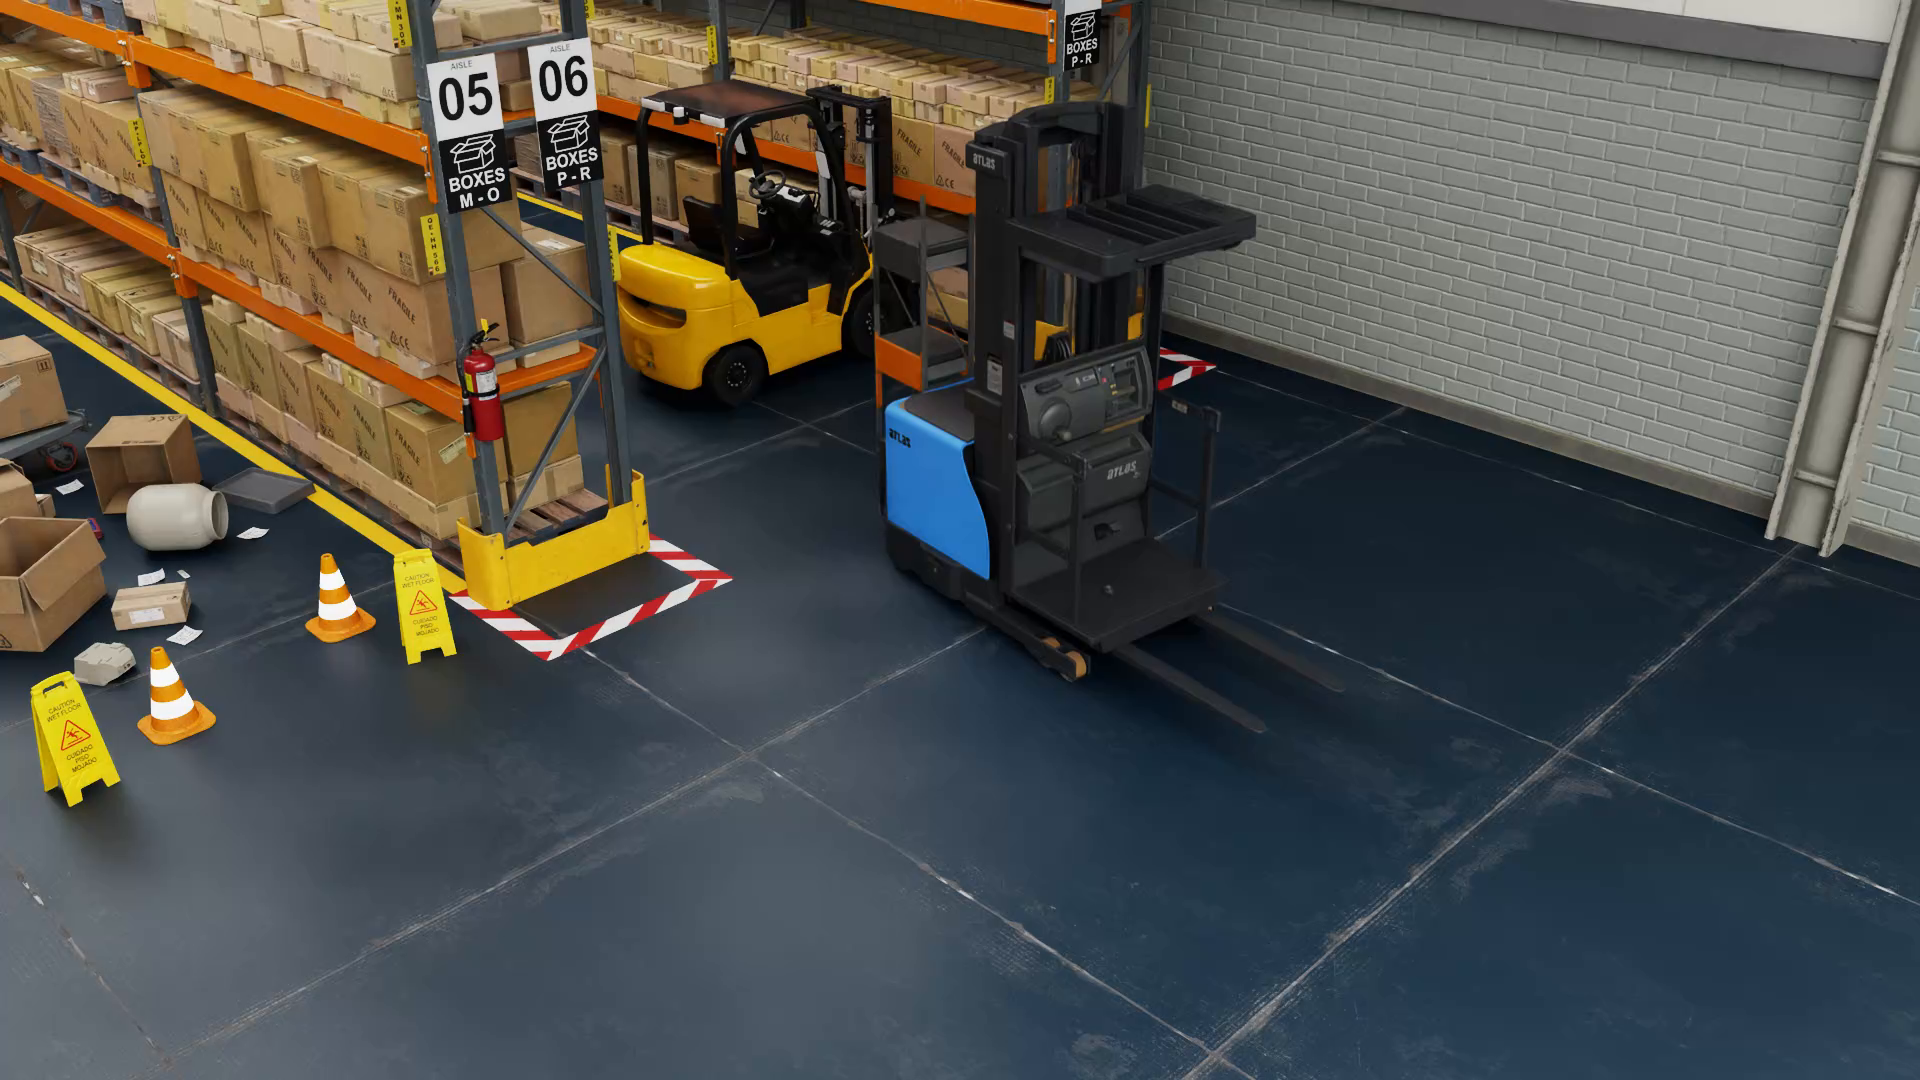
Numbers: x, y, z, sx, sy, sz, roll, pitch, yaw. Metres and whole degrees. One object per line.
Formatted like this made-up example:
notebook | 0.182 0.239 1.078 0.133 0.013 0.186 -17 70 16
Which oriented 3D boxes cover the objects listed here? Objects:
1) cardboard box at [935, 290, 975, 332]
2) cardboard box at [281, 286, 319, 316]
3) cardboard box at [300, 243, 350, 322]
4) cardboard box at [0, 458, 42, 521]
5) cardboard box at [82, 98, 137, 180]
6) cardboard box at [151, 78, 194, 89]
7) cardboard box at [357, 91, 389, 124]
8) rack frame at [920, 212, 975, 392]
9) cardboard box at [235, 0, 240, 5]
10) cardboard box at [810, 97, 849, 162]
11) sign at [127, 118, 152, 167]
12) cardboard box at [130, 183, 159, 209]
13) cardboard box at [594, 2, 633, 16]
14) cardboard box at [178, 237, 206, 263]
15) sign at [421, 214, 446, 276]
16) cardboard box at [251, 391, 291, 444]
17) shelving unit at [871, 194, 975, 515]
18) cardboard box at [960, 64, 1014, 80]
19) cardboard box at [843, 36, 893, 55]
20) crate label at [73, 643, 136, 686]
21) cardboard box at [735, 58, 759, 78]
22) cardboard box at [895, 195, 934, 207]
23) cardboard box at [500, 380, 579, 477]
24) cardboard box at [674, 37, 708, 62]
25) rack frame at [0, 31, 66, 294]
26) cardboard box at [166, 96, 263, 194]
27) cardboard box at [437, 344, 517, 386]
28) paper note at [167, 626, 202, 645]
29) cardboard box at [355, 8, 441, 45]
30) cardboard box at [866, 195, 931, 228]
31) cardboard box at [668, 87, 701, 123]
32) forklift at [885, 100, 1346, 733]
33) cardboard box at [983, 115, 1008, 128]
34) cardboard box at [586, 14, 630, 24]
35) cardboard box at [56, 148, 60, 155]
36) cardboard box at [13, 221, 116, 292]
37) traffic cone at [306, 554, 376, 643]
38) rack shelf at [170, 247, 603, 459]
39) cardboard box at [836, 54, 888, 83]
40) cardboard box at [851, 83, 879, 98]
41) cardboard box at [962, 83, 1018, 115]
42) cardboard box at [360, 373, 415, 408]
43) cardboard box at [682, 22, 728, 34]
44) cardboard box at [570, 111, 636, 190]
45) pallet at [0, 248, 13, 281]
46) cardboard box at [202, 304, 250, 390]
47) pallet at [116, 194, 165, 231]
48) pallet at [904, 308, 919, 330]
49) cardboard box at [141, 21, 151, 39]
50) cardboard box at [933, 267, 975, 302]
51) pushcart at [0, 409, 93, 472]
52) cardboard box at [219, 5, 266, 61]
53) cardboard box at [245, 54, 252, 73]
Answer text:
cardboard box | 0.140 -1.946 13.725 0.500 0.250 0.500 25 36 38
cardboard box | -4.181 -1.606 10.845 0.250 0.149 0.380 24 36 38
cardboard box | -3.722 -1.706 10.337 0.500 0.500 0.500 24 36 38
cardboard box | -6.133 -0.105 10.257 0.503 0.637 0.797 25 36 38
cardboard box | -6.130 -3.018 12.381 0.500 0.500 0.500 25 37 39
cardboard box | -6.119 -3.359 13.030 0.500 0.500 0.500 24 36 38
cardboard box | -3.084 -2.425 9.180 0.250 0.149 0.380 25 37 39
rack frame | -0.074 -0.976 10.344 0.400 2.100 0.015 -20 34 -33
cardboard box | -4.123 -3.299 9.984 0.380 0.149 0.250 -24 36 -38
cardboard box | -0.930 -3.552 14.168 0.500 0.500 0.500 24 36 38
sign | -5.672 -2.747 11.501 0.005 0.325 0.100 25 36 38
cardboard box | -5.846 -2.571 12.229 0.380 0.149 0.250 -25 36 -38
cardboard box | -3.524 -5.345 16.881 0.250 0.149 0.380 24 36 38
cardboard box | -5.286 -2.100 11.783 0.250 0.149 0.380 24 36 38
sign | -2.837 -1.590 8.960 0.005 0.325 0.100 25 36 38
cardboard box | -4.666 -0.936 11.804 0.500 0.250 0.500 -23 35 -36
shelving unit | -0.226 -1.065 10.513 0.431 2.100 0.503 -20 34 -33
cardboard box | 0.222 -3.748 13.525 0.380 0.149 0.250 -24 36 -38
cardboard box | -0.798 -4.289 14.554 0.250 0.149 0.380 24 36 37
crate label | -4.784 0.683 9.297 0.298 0.136 0.250 7 29 13
cardboard box | -1.765 -4.209 14.720 0.250 0.149 0.380 24 36 38
cardboard box | -0.234 -2.892 14.450 0.500 0.250 0.500 24 36 37
cardboard box | -2.832 -0.778 10.698 0.500 0.500 0.500 23 36 37
cardboard box | -2.404 -4.516 15.304 0.250 0.149 0.380 24 36 38
rack frame | -8.138 -3.725 14.605 0.127 3.000 1.000 25 36 38
cardboard box | -4.775 -2.649 11.057 0.500 0.500 0.700 25 37 39
cardboard box | -2.850 -1.055 9.796 0.380 0.149 0.250 -24 36 -38
paper note | -4.503 0.551 9.662 0.142 0.019 0.148 12 30 22
cardboard box | -3.038 -2.794 9.023 0.380 0.149 0.250 -25 36 -38
cardboard box | -0.594 -2.715 14.113 0.500 0.250 0.500 24 36 37
cardboard box | -2.351 -4.080 15.440 0.500 0.250 0.500 -24 36 -38
forklift | 0.841 -0.773 9.064 1.130 2.935 3.031 -20 34 -33
cardboard box | 0.397 -3.188 12.780 0.380 0.149 0.250 -25 36 -38
cardboard box | -3.459 -5.033 16.287 0.250 0.149 0.380 25 36 38
cardboard box | -7.059 -3.196 13.416 0.380 0.149 0.250 -24 36 -37
cardboard box | -7.742 -2.560 14.762 0.625 0.372 0.950 22 35 35
traffic cone | -3.644 0.296 9.684 0.334 0.463 0.336 25 36 38
rack shelf | -3.859 -1.449 11.049 4.000 0.370 1.077 25 36 38
cardboard box | -0.815 -3.935 13.880 0.250 0.149 0.380 24 36 38
cardboard box | -0.677 -3.697 13.748 0.250 0.149 0.380 24 36 37
cardboard box | 0.238 -3.420 12.900 0.380 0.149 0.250 -24 36 -38
cardboard box | -3.496 -0.975 10.375 0.380 0.149 0.250 -24 36 -38
cardboard box | -2.437 -4.849 15.938 0.250 0.149 0.380 24 36 38
cardboard box | -3.754 -4.090 17.399 0.875 0.625 0.625 -24 36 -38
pallet | -8.647 -2.773 15.791 1.213 0.211 1.003 25 36 38
cardboard box | -5.054 -1.439 11.954 0.500 0.500 0.500 -23 36 -37
pallet | -5.729 -2.633 12.734 1.213 0.211 1.003 25 36 38
pallet | -0.396 -2.163 14.630 1.213 0.211 1.003 25 36 38
cardboard box | -5.235 -3.452 11.131 0.250 0.149 0.380 24 36 38
cardboard box | 0.128 -2.176 13.624 0.500 0.250 0.500 24 36 38
pushcart | -6.848 -0.486 11.263 0.936 0.377 1.648 12 30 22
cardboard box | -4.080 -3.082 9.999 0.500 0.250 0.500 -25 37 -39
cardboard box | -4.134 -2.949 10.176 0.250 0.149 0.380 25 37 39
